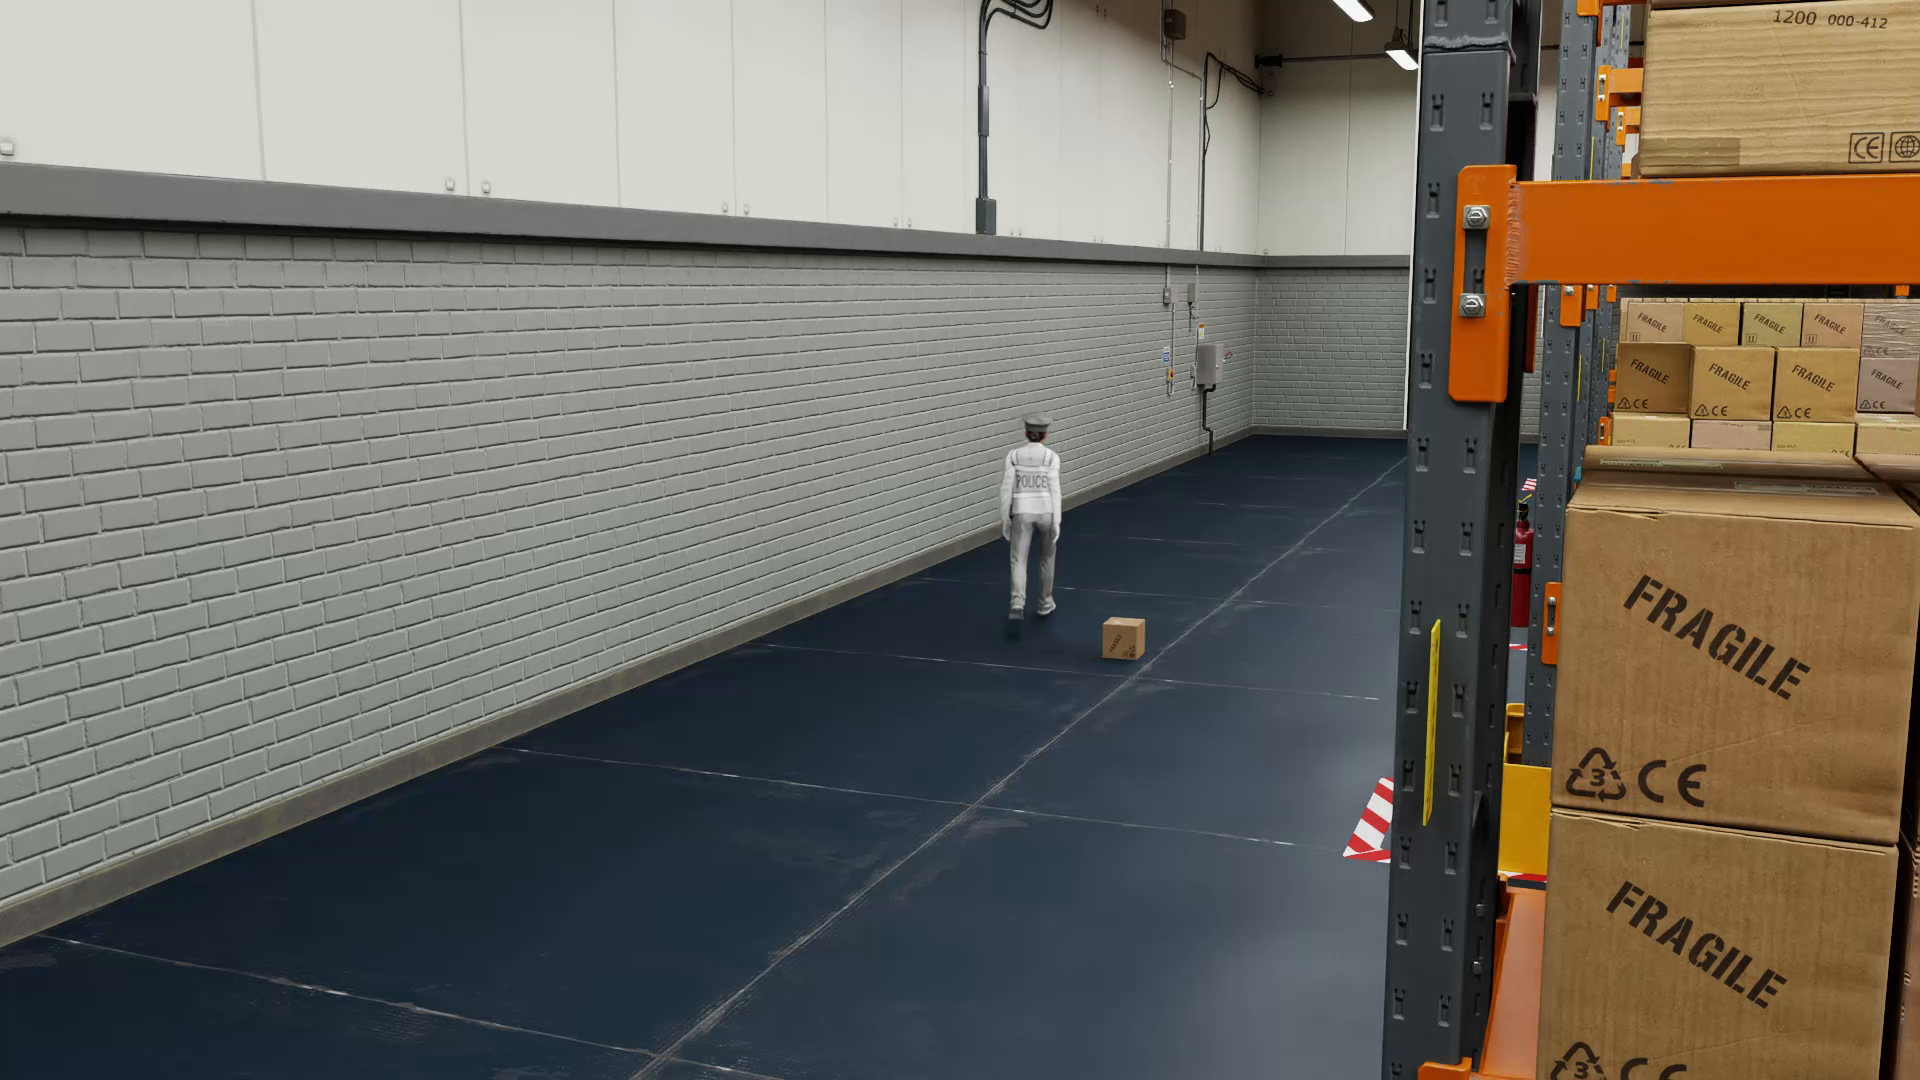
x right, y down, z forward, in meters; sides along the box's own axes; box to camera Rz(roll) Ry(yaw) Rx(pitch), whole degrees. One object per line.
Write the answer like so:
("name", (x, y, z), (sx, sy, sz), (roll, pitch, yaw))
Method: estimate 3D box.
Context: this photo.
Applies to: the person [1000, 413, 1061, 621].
("person", (0.547, -0.166, 12.955), (0.487, 1.612, 0.984), (1, 9, 7))
